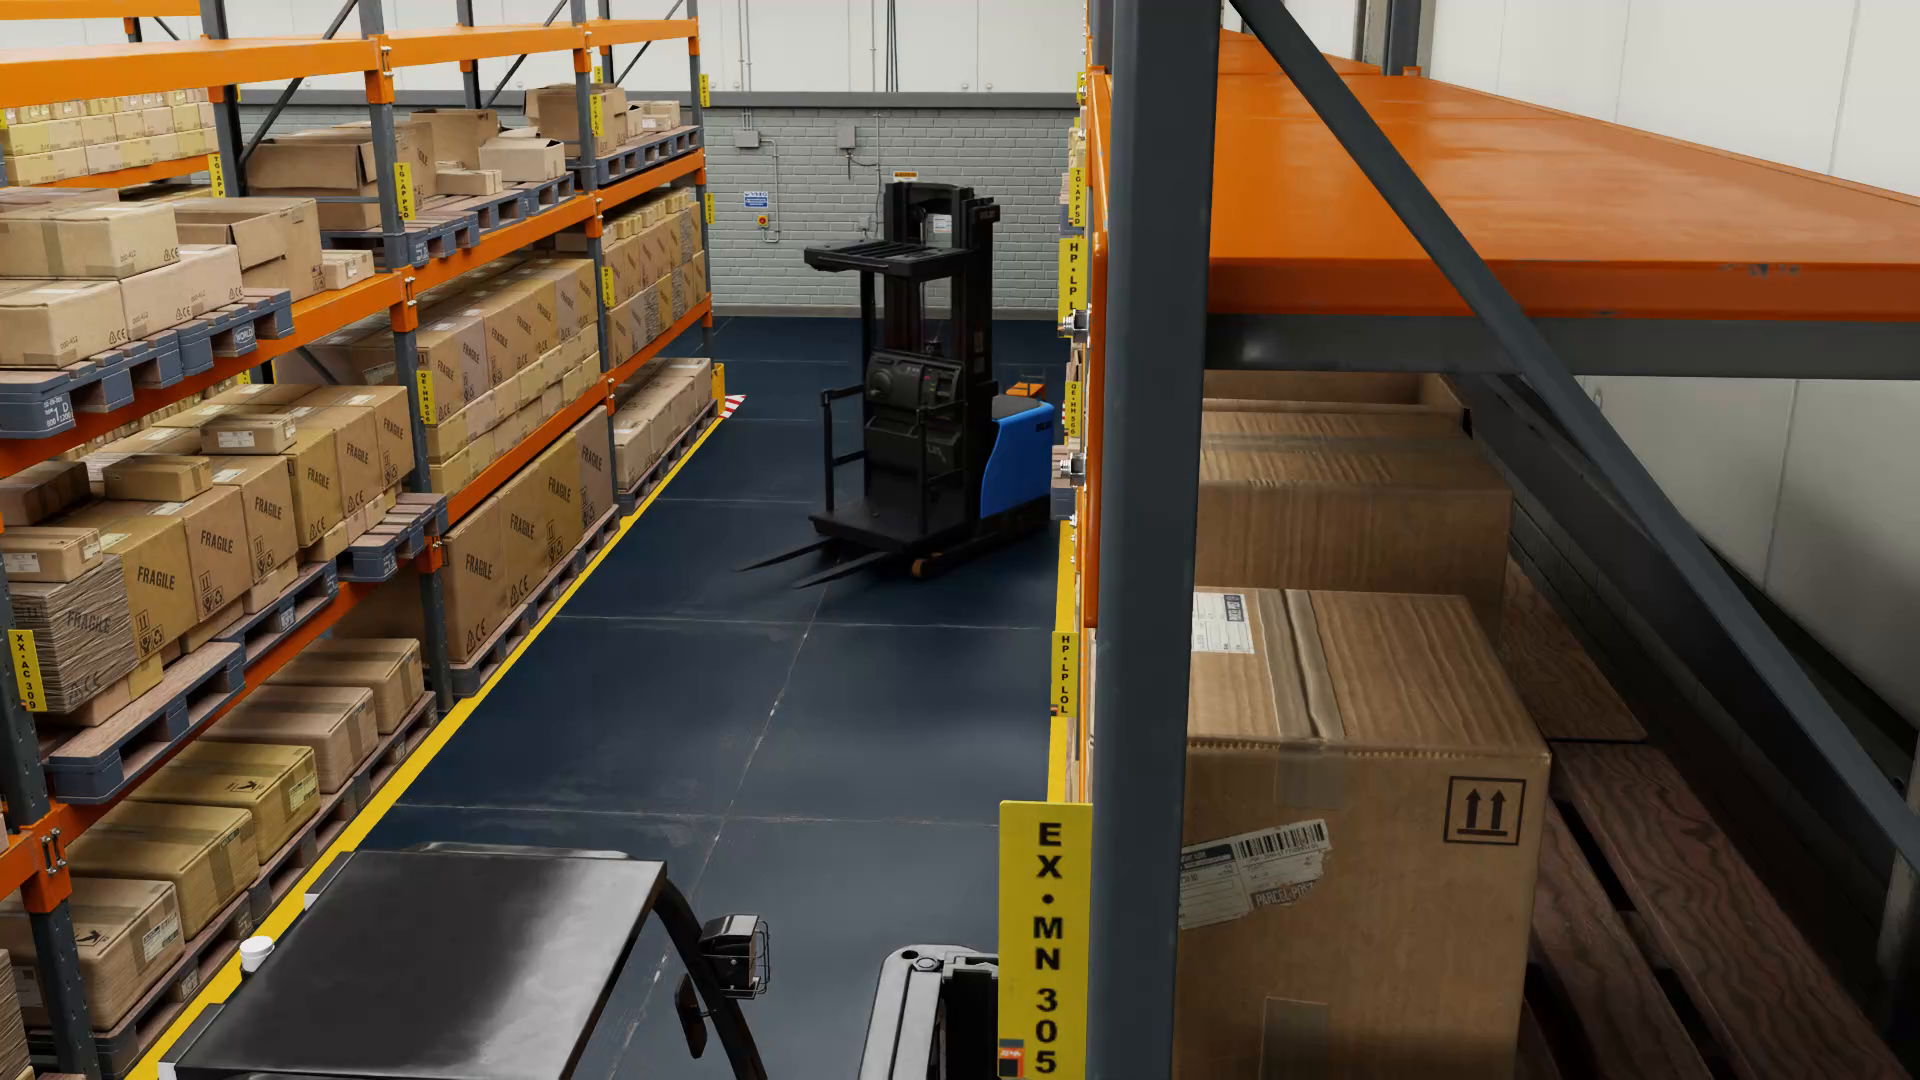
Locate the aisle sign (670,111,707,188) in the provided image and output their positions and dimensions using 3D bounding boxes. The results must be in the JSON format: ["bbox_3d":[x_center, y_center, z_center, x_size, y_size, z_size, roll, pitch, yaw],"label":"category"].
[{"bbox_3d":[-2.860,-4.086,17.402,0.394,0.787,0.004,1,18,4],"label":"aisle sign"}]

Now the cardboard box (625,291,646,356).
[{"bbox_3d":[-3.126,-1.937,14.856,0.500,0.500,0.500,1,18,4],"label":"cardboard box"}]

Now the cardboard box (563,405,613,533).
[{"bbox_3d":[-3.425,-0.589,13.641,0.875,0.875,0.875,2,18,6],"label":"cardboard box"}]

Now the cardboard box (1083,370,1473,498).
[{"bbox_3d":[0.672,-0.118,3.648,0.797,0.503,0.637,2,18,6],"label":"cardboard box"}]

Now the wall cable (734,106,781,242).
[{"bbox_3d":[-2.793,-5.085,22.943,0.585,1.953,0.123,1,18,4],"label":"wall cable"}]

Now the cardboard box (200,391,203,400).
[{"bbox_3d":[-8.029,-1.488,17.073,0.380,0.149,0.250,1,18,3],"label":"cardboard box"}]

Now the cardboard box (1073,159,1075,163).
[{"bbox_3d":[1.001,-2.636,11.900,0.380,0.149,0.250,1,18,3],"label":"cardboard box"}]

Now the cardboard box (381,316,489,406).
[{"bbox_3d":[-3.442,-1.176,10.927,0.500,0.500,0.500,1,18,4],"label":"cardboard box"}]

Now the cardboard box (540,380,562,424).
[{"bbox_3d":[-3.334,-1.063,12.590,0.500,0.250,0.500,1,18,2],"label":"cardboard box"}]

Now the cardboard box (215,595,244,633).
[{"bbox_3d":[-3.629,0.324,7.847,0.380,0.149,0.250,1,18,4],"label":"cardboard box"}]

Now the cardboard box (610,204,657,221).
[{"bbox_3d":[-3.074,-3.072,15.673,0.380,0.149,0.250,2,18,6],"label":"cardboard box"}]

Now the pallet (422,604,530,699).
[{"bbox_3d":[-3.616,0.731,11.353,1.003,0.211,1.213,1,18,4],"label":"pallet"}]

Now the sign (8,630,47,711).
[{"bbox_3d":[-3.492,0.490,6.221,0.100,0.325,0.005,1,18,4],"label":"sign"}]

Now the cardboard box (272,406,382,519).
[{"bbox_3d":[-3.529,-0.431,9.109,0.500,0.500,0.500,1,18,3],"label":"cardboard box"}]

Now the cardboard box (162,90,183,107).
[{"bbox_3d":[-7.893,-4.348,16.354,0.380,0.149,0.250,2,18,5],"label":"cardboard box"}]

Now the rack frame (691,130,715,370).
[{"bbox_3d":[-3.174,-2.836,17.760,1.000,3.000,0.127,1,18,4],"label":"rack frame"}]

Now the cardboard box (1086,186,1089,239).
[{"bbox_3d":[0.836,-1.426,7.644,0.500,0.500,0.500,2,18,5],"label":"cardboard box"}]

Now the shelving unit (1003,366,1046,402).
[{"bbox_3d":[0.566,-0.889,14.710,0.258,1.200,0.503,6,19,18],"label":"shelving unit"}]

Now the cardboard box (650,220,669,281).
[{"bbox_3d":[-3.056,-2.731,15.673,0.500,0.500,0.500,1,18,4],"label":"cardboard box"}]

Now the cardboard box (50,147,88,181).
[{"bbox_3d":[-8.082,-3.320,14.662,0.500,0.250,0.500,1,18,3],"label":"cardboard box"}]

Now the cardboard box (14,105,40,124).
[{"bbox_3d":[-8.090,-3.622,14.141,0.380,0.149,0.250,1,18,2],"label":"cardboard box"}]

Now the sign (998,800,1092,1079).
[{"bbox_3d":[0.090,0.418,1.717,0.100,0.325,0.005,1,18,4],"label":"sign"}]

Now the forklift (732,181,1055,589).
[{"bbox_3d":[-0.506,-1.260,13.061,1.130,2.935,3.031,14,23,37],"label":"forklift"}]

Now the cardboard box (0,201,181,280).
[{"bbox_3d":[-3.567,-1.228,6.798,0.500,0.250,0.500,1,18,3],"label":"cardboard box"}]

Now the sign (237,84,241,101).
[{"bbox_3d":[-7.566,-4.742,17.339,0.100,0.325,0.005,1,18,4],"label":"sign"}]

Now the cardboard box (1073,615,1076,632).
[{"bbox_3d":[0.727,0.517,6.967,0.500,0.250,0.500,1,18,2],"label":"cardboard box"}]

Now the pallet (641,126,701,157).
[{"bbox_3d":[-3.217,-3.988,16.603,1.003,0.211,1.213,1,18,4],"label":"pallet"}]

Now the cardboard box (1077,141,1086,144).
[{"bbox_3d":[1.008,-2.693,11.599,0.380,0.149,0.250,1,18,4],"label":"cardboard box"}]

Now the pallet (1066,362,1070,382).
[{"bbox_3d":[1.324,-1.147,12.914,1.003,0.211,1.213,1,18,4],"label":"pallet"}]

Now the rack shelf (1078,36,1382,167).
[{"bbox_3d":[1.060,-1.939,7.187,1.077,0.370,4.000,1,18,4],"label":"rack shelf"}]

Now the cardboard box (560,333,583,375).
[{"bbox_3d":[-3.278,-1.462,13.005,0.500,0.250,0.500,2,18,5],"label":"cardboard box"}]

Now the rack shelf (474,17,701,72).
[{"bbox_3d":[-3.317,-4.533,15.104,1.077,0.370,4.000,1,18,4],"label":"rack shelf"}]

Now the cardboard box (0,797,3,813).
[{"bbox_3d":[-3.818,0.846,5.886,0.500,0.500,0.500,1,18,3],"label":"cardboard box"}]

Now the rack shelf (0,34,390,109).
[{"bbox_3d":[-3.891,-2.049,7.521,1.077,0.370,4.000,1,18,4],"label":"rack shelf"}]

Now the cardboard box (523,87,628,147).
[{"bbox_3d":[-3.396,-3.734,14.685,0.797,0.503,0.637,3,18,8],"label":"cardboard box"}]

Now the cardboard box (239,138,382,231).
[{"bbox_3d":[-3.871,-2.146,9.996,0.797,0.503,0.637,0,18,1],"label":"cardboard box"}]

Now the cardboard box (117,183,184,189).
[{"bbox_3d":[-8.415,-3.445,17.376,0.500,0.500,0.500,1,18,4],"label":"cardboard box"}]

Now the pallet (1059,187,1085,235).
[{"bbox_3d":[1.302,-2.297,11.599,1.213,0.211,1.003,1,18,4],"label":"pallet"}]

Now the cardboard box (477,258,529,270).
[{"bbox_3d":[-3.779,-1.986,13.400,0.500,0.500,0.500,1,18,5],"label":"cardboard box"}]

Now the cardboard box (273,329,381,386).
[{"bbox_3d":[-3.971,-1.040,10.514,0.500,0.500,0.500,1,18,2],"label":"cardboard box"}]

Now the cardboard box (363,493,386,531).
[{"bbox_3d":[-3.457,-0.160,9.323,0.380,0.149,0.250,1,18,3],"label":"cardboard box"}]

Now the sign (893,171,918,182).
[{"bbox_3d":[-0.749,-4.953,22.896,0.339,0.242,0.001,1,18,4],"label":"sign"}]

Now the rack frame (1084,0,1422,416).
[{"bbox_3d":[0.917,-1.850,5.117,1.000,3.000,0.127,1,18,4],"label":"rack frame"}]

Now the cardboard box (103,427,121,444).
[{"bbox_3d":[-8.128,-1.005,15.599,0.380,0.149,0.250,0,18,1],"label":"cardboard box"}]

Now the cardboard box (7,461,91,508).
[{"bbox_3d":[-4.194,-0.254,7.526,0.380,0.149,0.250,1,18,2],"label":"cardboard box"}]

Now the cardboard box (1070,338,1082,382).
[{"bbox_3d":[1.139,-1.181,11.875,0.700,0.500,0.500,1,18,4],"label":"cardboard box"}]

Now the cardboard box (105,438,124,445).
[{"bbox_3d":[-8.105,-0.864,15.647,0.380,0.149,0.250,1,18,3],"label":"cardboard box"}]

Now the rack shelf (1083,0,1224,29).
[{"bbox_3d":[1.634,-4.612,14.708,1.077,0.370,4.000,1,18,4],"label":"rack shelf"}]

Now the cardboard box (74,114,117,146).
[{"bbox_3d":[-8.041,-3.719,15.076,0.500,0.250,0.500,2,18,5],"label":"cardboard box"}]

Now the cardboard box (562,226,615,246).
[{"bbox_3d":[-3.177,-2.596,14.222,0.380,0.149,0.250,2,18,5],"label":"cardboard box"}]

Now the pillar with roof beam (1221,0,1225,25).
[{"bbox_3d":[-1.424,-6.490,19.278,9.100,9.000,0.400,1,18,4],"label":"pillar with roof beam"}]

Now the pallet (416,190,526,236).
[{"bbox_3d":[-3.677,-2.235,11.413,1.003,0.211,1.213,2,18,6],"label":"pallet"}]

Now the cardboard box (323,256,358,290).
[{"bbox_3d":[-3.570,-1.477,9.200,0.380,0.149,0.250,1,18,4],"label":"cardboard box"}]

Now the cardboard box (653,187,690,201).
[{"bbox_3d":[-3.000,-3.551,17.134,0.380,0.149,0.250,2,18,5],"label":"cardboard box"}]

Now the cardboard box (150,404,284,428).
[{"bbox_3d":[-4.041,-0.443,9.145,0.500,0.500,0.500,2,18,7],"label":"cardboard box"}]

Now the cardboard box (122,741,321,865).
[{"bbox_3d":[-3.903,1.338,8.568,0.950,0.372,0.625,2,18,6],"label":"cardboard box"}]
